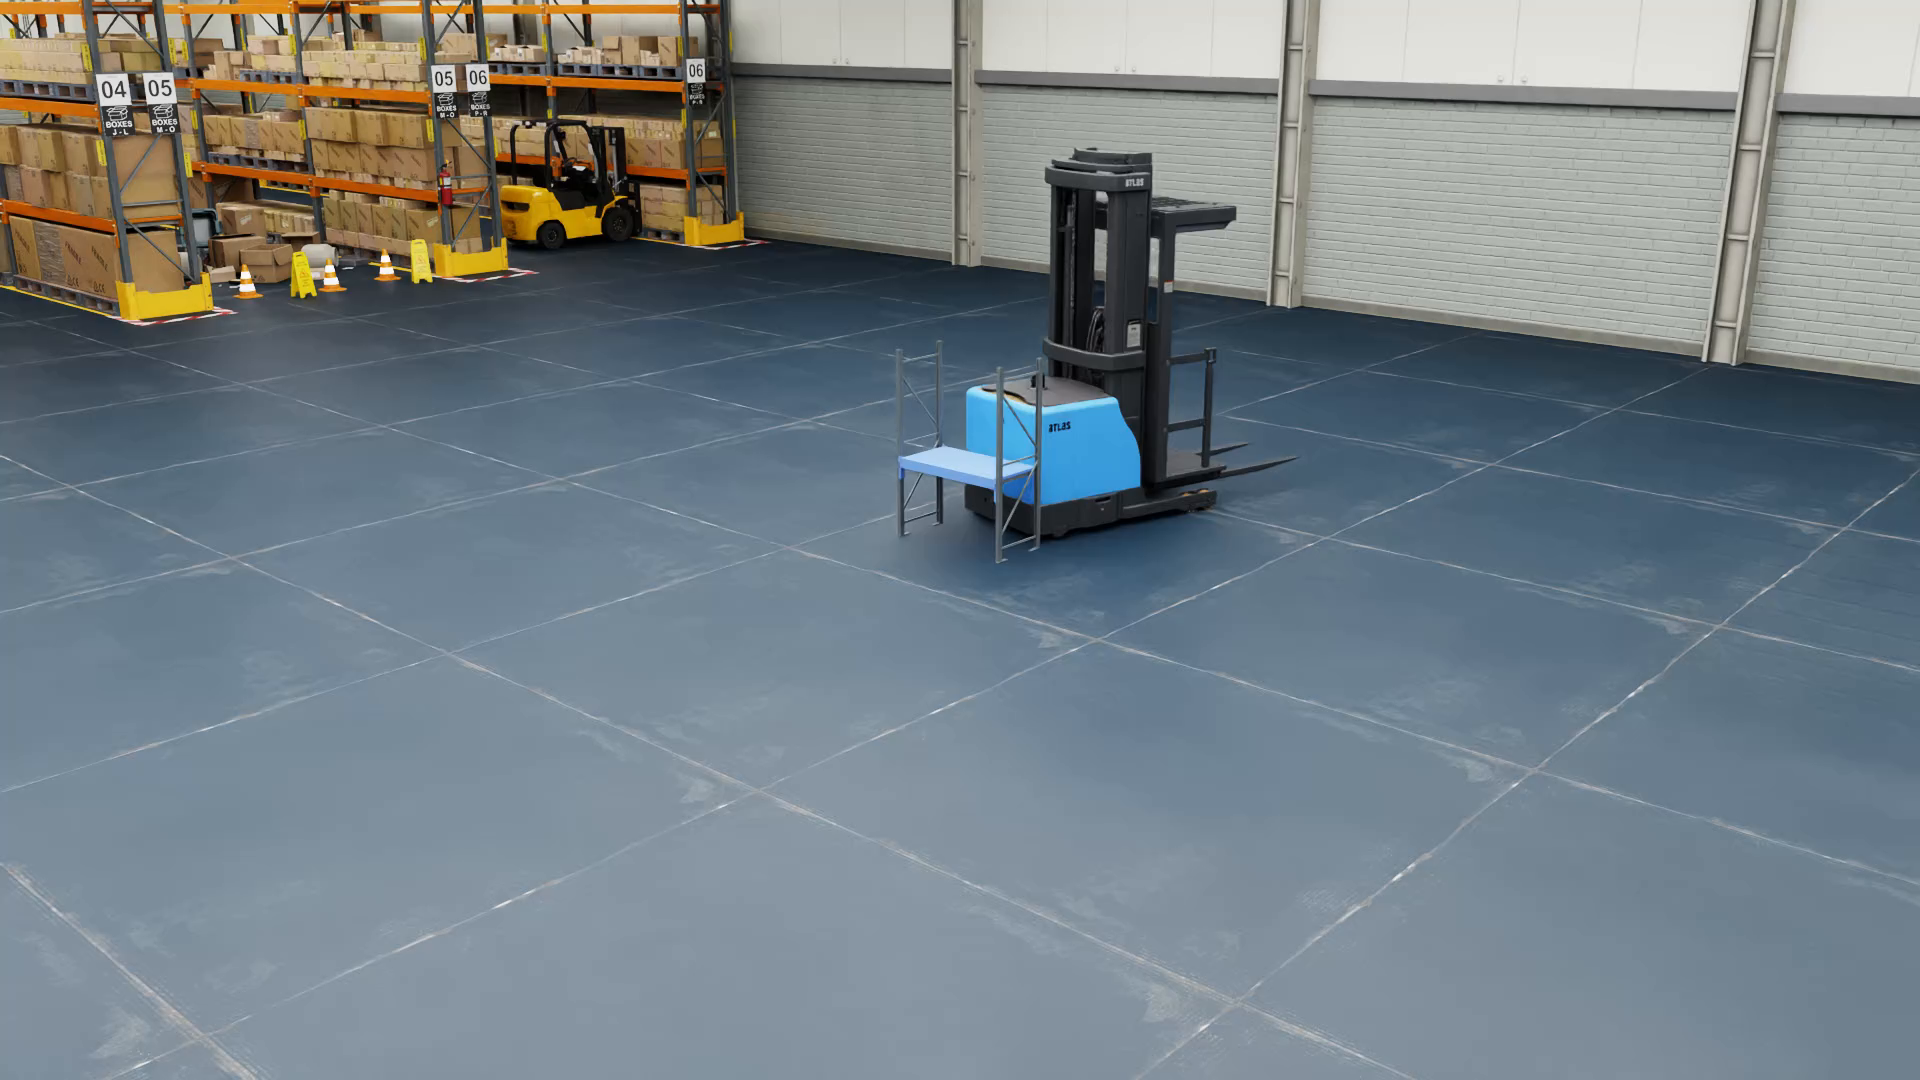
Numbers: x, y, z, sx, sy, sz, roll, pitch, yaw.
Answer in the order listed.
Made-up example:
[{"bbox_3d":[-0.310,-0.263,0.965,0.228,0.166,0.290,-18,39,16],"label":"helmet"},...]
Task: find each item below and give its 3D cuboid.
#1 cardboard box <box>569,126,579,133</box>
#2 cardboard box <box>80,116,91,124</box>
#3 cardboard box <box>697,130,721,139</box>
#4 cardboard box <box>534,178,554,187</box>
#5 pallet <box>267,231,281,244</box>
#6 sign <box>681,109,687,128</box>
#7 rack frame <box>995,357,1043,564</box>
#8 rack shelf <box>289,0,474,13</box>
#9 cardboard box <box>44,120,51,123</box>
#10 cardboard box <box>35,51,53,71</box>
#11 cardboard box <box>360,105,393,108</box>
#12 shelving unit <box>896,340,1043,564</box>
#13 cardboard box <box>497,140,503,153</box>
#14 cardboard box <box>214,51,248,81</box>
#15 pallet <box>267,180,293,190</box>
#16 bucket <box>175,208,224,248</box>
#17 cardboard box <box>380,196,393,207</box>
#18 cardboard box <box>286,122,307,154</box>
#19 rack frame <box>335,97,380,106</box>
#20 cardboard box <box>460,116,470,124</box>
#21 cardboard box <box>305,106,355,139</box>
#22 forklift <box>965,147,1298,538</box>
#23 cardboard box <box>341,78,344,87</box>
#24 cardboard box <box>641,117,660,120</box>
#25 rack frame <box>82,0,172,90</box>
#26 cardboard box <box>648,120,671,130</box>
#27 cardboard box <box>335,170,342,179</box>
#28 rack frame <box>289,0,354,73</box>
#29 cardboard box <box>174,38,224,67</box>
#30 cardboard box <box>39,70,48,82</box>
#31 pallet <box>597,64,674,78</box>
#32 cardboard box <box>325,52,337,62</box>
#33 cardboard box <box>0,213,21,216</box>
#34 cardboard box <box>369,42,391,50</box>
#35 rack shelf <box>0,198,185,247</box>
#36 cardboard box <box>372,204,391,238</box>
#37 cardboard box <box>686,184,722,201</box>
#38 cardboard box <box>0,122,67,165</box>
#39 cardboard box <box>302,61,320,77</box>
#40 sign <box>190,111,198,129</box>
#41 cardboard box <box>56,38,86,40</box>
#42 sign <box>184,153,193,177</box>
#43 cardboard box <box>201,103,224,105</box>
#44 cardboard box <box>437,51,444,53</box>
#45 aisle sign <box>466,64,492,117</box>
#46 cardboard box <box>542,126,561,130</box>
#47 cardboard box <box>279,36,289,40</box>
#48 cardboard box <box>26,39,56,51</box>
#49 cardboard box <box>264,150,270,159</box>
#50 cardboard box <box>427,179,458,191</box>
[{"bbox_3d":[-7.186,-7.811,31.528,0.250,0.149,0.380,16,23,41],"label":"cardboard box"},{"bbox_3d":[-17.630,-8.772,33.976,0.500,0.500,0.500,15,23,38],"label":"cardboard box"},{"bbox_3d":[-4.534,-7.310,29.949,0.250,0.149,0.380,14,23,38],"label":"cardboard box"},{"bbox_3d":[-7.842,-6.800,32.811,0.625,0.625,0.875,16,24,42],"label":"cardboard box"},{"bbox_3d":[-12.237,-5.578,30.338,1.213,0.211,1.003,15,23,39],"label":"pallet"},{"bbox_3d":[-4.823,-7.371,29.074,0.005,0.325,0.100,15,23,39],"label":"sign"},{"bbox_3d":[0.444,-0.596,12.509,0.032,1.500,0.500,15,23,39],"label":"rack frame"},{"bbox_3d":[-9.241,-8.619,26.589,4.000,0.370,1.077,15,23,39],"label":"rack shelf"},{"bbox_3d":[-19.147,-8.706,35.421,0.500,0.500,0.500,15,23,38],"label":"cardboard box"},{"bbox_3d":[-12.255,-6.547,22.720,0.500,0.250,0.500,15,23,39],"label":"cardboard box"},{"bbox_3d":[-12.828,-9.232,36.383,0.500,0.500,0.700,15,23,40],"label":"cardboard box"},{"bbox_3d":[0.064,-0.698,12.831,1.048,1.500,0.538,15,23,39],"label":"shelving unit"},{"bbox_3d":[-9.117,-7.908,33.320,0.500,0.250,0.500,16,24,41],"label":"cardboard box"},{"bbox_3d":[-13.026,-8.594,30.108,0.500,0.500,0.700,15,23,39],"label":"cardboard box"},{"bbox_3d":[-15.766,-8.535,39.656,1.213,0.211,1.003,15,23,39],"label":"pallet"},{"bbox_3d":[-12.315,-5.024,26.883,0.726,0.611,0.620,-9,10,-27],"label":"bucket"},{"bbox_3d":[-9.218,-5.524,27.097,0.250,0.149,0.380,16,24,42],"label":"cardboard box"},{"bbox_3d":[-11.234,-6.936,28.658,0.500,0.500,0.500,15,23,38],"label":"cardboard box"},{"bbox_3d":[-13.428,-9.236,37.255,0.127,3.000,1.000,15,23,39],"label":"rack frame"},{"bbox_3d":[-9.984,-8.560,33.887,0.250,0.149,0.380,16,24,41],"label":"cardboard box"},{"bbox_3d":[-10.551,-7.034,28.008,0.500,0.500,0.700,15,23,39],"label":"cardboard box"},{"bbox_3d":[1.543,-1.740,13.748,3.031,2.935,1.130,-12,21,-32],"label":"forklift"},{"bbox_3d":[-9.895,-7.492,27.218,0.250,0.149,0.380,14,22,38],"label":"cardboard box"},{"bbox_3d":[-5.700,-7.758,30.868,0.250,0.149,0.380,15,23,40],"label":"cardboard box"},{"bbox_3d":[-10.955,-7.422,21.622,0.127,3.000,1.000,15,23,39],"label":"rack frame"},{"bbox_3d":[-5.416,-7.505,30.072,0.250,0.149,0.380,15,23,40],"label":"cardboard box"},{"bbox_3d":[-10.272,-6.165,27.993,0.250,0.149,0.380,15,23,39],"label":"cardboard box"},{"bbox_3d":[-10.737,-9.365,27.745,0.127,3.000,1.000,15,23,39],"label":"rack frame"},{"bbox_3d":[-14.110,-9.030,30.781,0.637,0.503,0.797,13,22,36],"label":"cardboard box"},{"bbox_3d":[-12.378,-6.366,22.808,0.250,0.149,0.380,15,23,40],"label":"cardboard box"},{"bbox_3d":[-5.881,-8.607,30.460,1.213,0.211,1.003,15,23,39],"label":"pallet"},{"bbox_3d":[-10.134,-7.899,27.182,0.250,0.149,0.380,15,23,39],"label":"cardboard box"},{"bbox_3d":[-15.190,-4.792,26.278,0.750,0.750,1.050,15,23,39],"label":"cardboard box"},{"bbox_3d":[-12.305,-10.480,35.281,0.250,0.149,0.380,15,23,40],"label":"cardboard box"},{"bbox_3d":[-12.451,-4.621,23.903,4.000,0.370,1.077,15,23,39],"label":"rack shelf"},{"bbox_3d":[-9.283,-5.258,27.334,0.500,0.500,0.500,14,23,38],"label":"cardboard box"},{"bbox_3d":[-4.687,-6.332,30.303,0.500,0.250,0.500,15,23,38],"label":"cardboard box"},{"bbox_3d":[-13.694,-5.870,24.616,0.550,0.550,0.875,15,23,39],"label":"cardboard box"},{"bbox_3d":[-10.589,-7.856,27.703,0.500,0.250,0.500,14,23,38],"label":"cardboard box"},{"bbox_3d":[-14.094,-7.735,30.610,0.005,0.325,0.100,15,23,39],"label":"sign"},{"bbox_3d":[-12.703,-7.099,23.800,0.250,0.149,0.380,15,23,39],"label":"cardboard box"},{"bbox_3d":[-10.582,-5.137,22.778,0.005,0.325,0.100,15,23,39],"label":"sign"},{"bbox_3d":[-14.312,-8.085,31.810,0.500,0.500,0.500,15,23,39],"label":"cardboard box"},{"bbox_3d":[-10.377,-9.860,33.790,0.250,0.166,0.380,15,23,39],"label":"cardboard box"},{"bbox_3d":[-7.493,-6.999,25.910,0.004,0.787,0.394,15,23,39],"label":"aisle sign"},{"bbox_3d":[-7.848,-8.005,32.138,0.250,0.149,0.380,16,24,41],"label":"cardboard box"},{"bbox_3d":[-15.114,-11.327,37.816,0.500,0.250,0.500,16,24,41],"label":"cardboard box"},{"bbox_3d":[-12.573,-6.797,22.850,0.250,0.149,0.380,15,23,40],"label":"cardboard box"},{"bbox_3d":[-12.058,-6.835,29.412,0.250,0.149,0.380,15,23,39],"label":"cardboard box"},{"bbox_3d":[-8.167,-5.610,26.244,0.250,0.149,0.380,16,24,41],"label":"cardboard box"}]
